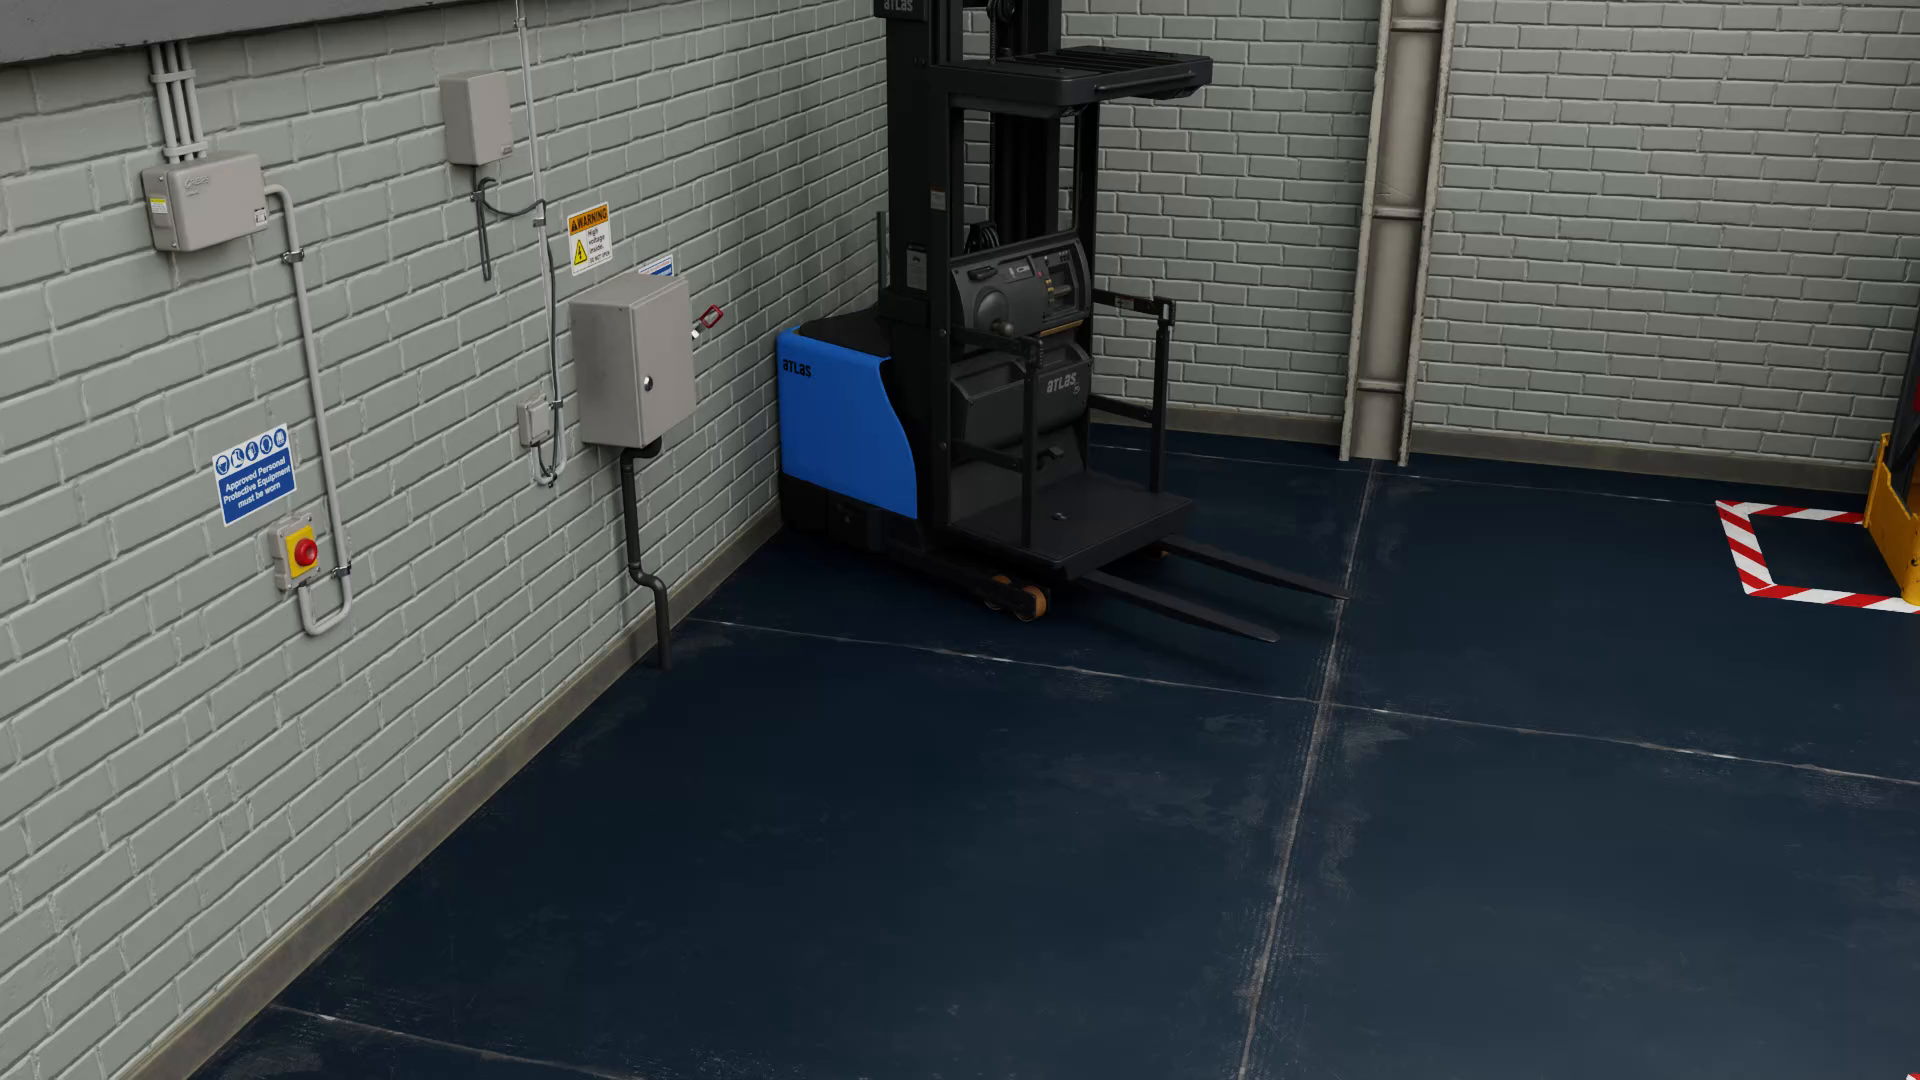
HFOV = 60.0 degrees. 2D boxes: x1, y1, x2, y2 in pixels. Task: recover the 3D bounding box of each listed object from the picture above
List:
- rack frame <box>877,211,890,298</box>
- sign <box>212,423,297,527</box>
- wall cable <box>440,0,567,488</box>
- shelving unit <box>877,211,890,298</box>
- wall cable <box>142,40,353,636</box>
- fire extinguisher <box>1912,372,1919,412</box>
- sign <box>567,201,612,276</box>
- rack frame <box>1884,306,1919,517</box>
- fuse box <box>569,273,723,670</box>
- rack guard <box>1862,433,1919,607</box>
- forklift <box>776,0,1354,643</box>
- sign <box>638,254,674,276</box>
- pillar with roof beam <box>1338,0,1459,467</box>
[{"bbox_3d":[-0.302,-1.212,9.748,0.032,1.500,0.500,16,27,34],"label":"rack frame"},{"bbox_3d":[-2.091,-0.196,4.939,0.001,0.218,0.327,7,23,16],"label":"sign"},{"bbox_3d":[-1.620,-1.068,6.084,0.122,1.984,0.588,7,23,16],"label":"wall cable"},{"bbox_3d":[0.096,-1.097,9.469,1.083,1.500,0.587,16,27,34],"label":"shelving unit"},{"bbox_3d":[-2.019,-0.566,4.818,0.123,1.953,0.585,7,23,16],"label":"wall cable"},{"bbox_3d":[4.542,-0.916,7.644,0.183,0.674,0.296,7,23,16],"label":"fire extinguisher"},{"bbox_3d":[-1.487,-1.214,6.688,0.001,0.242,0.339,7,23,16],"label":"sign"},{"bbox_3d":[4.817,-1.276,7.928,0.127,3.000,1.000,7,23,16],"label":"rack frame"},{"bbox_3d":[-1.272,-0.233,7.083,0.414,1.711,0.539,7,23,16],"label":"fuse box"},{"bbox_3d":[4.889,-0.111,8.382,0.348,0.500,1.175,7,23,16],"label":"rack guard"},{"bbox_3d":[0.458,-1.195,7.822,3.031,2.935,1.130,19,29,39],"label":"forklift"},{"bbox_3d":[-1.328,-0.987,7.350,0.001,0.494,0.329,7,23,16],"label":"sign"},{"bbox_3d":[1.252,-3.111,4.496,0.400,9.000,9.100,7,23,16],"label":"pillar with roof beam"}]
